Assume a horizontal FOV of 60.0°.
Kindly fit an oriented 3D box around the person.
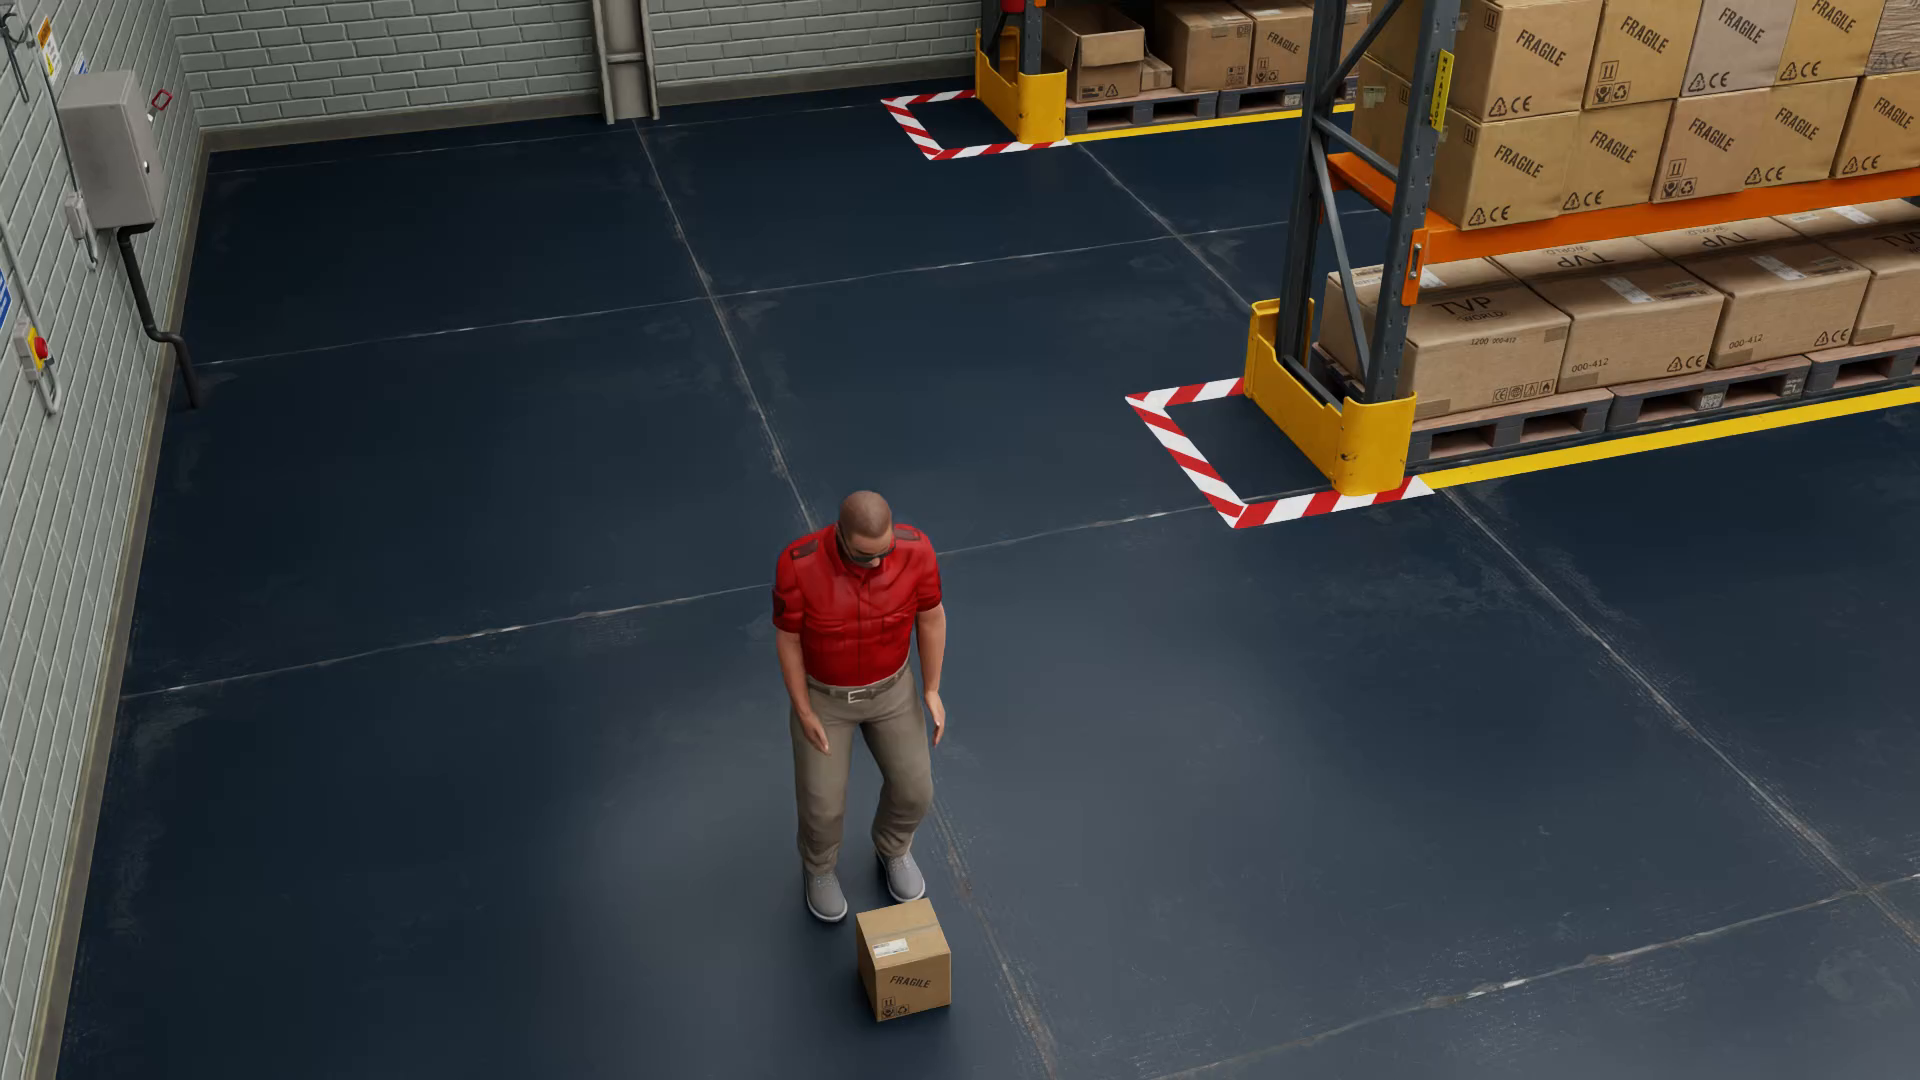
[{"bbox_3d":[-0.311,0.519,5.436,0.557,1.677,0.392,-9,35,-13],"label":"person"}]
